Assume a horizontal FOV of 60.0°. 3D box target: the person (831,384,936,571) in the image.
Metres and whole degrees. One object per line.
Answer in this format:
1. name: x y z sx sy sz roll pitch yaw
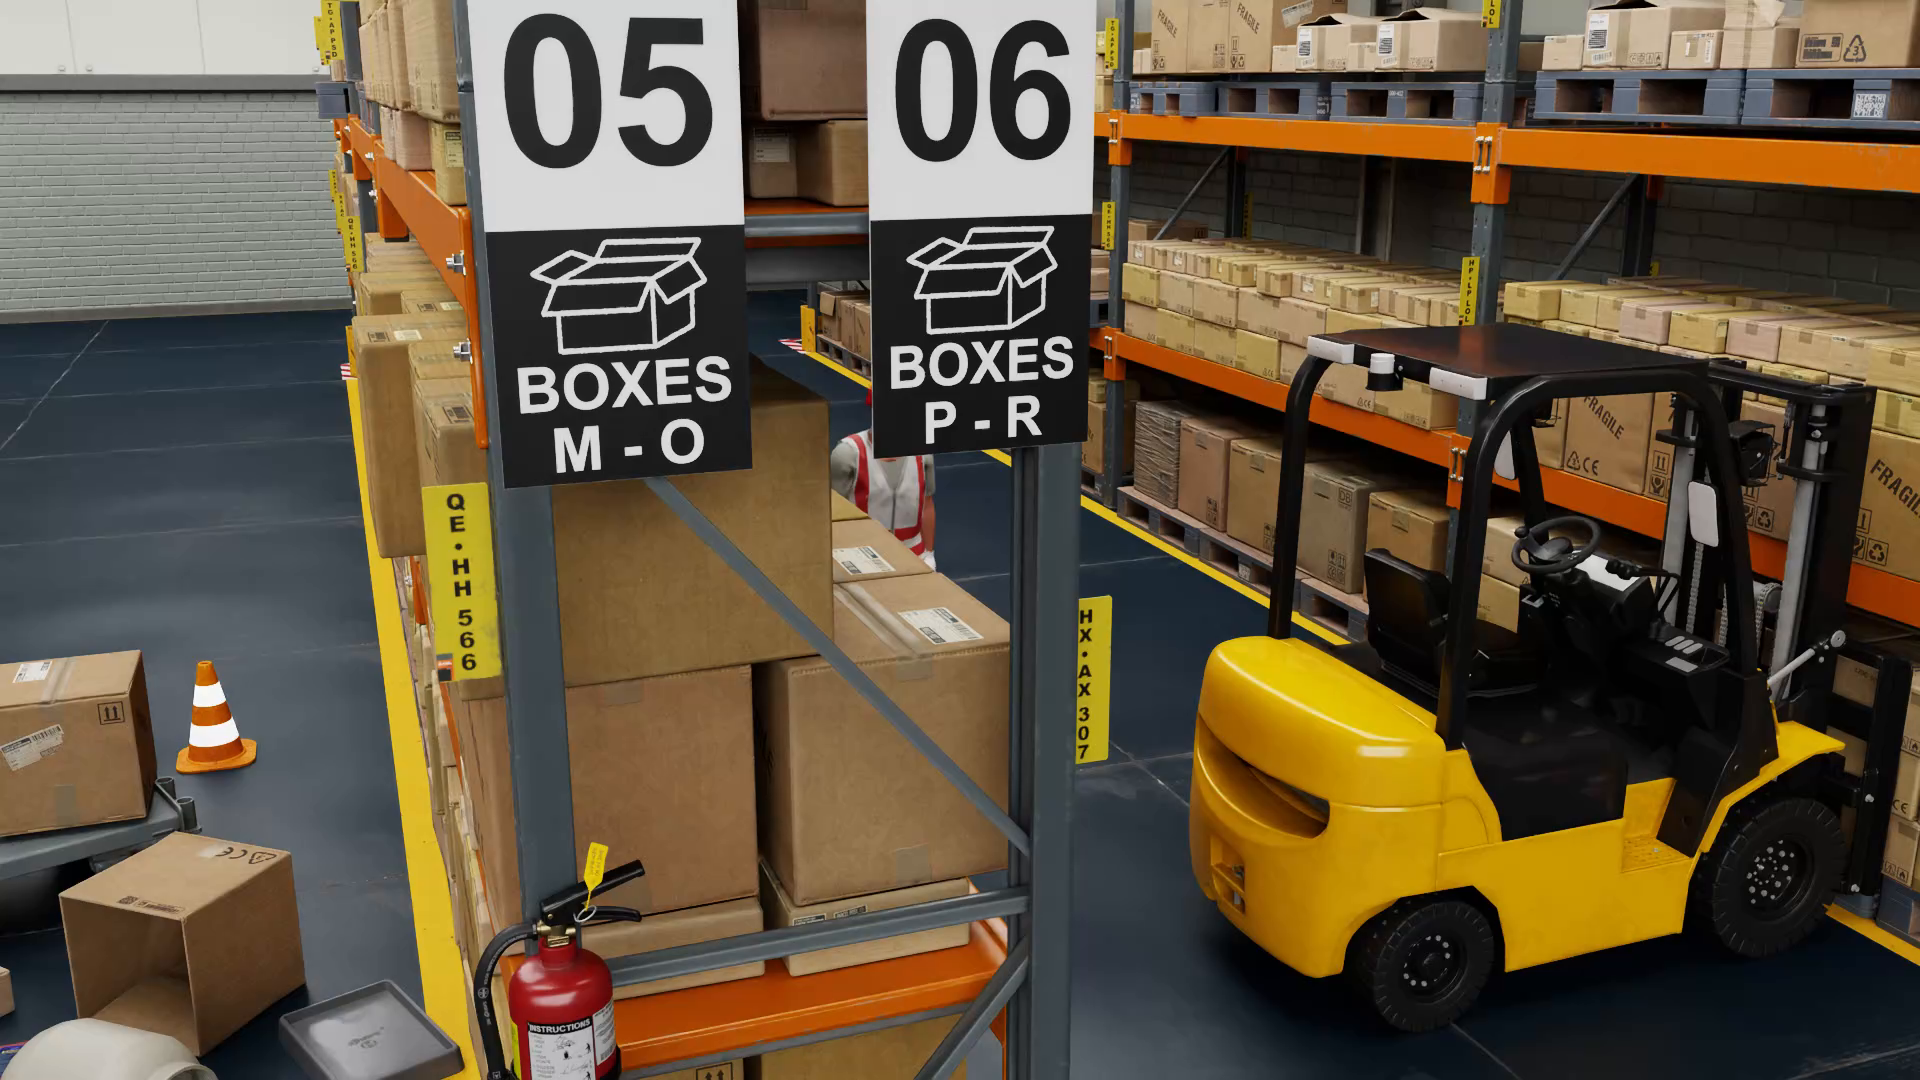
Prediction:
1. person: -0.375 0.127 7.548 0.620 1.776 0.757 -6 17 -22
